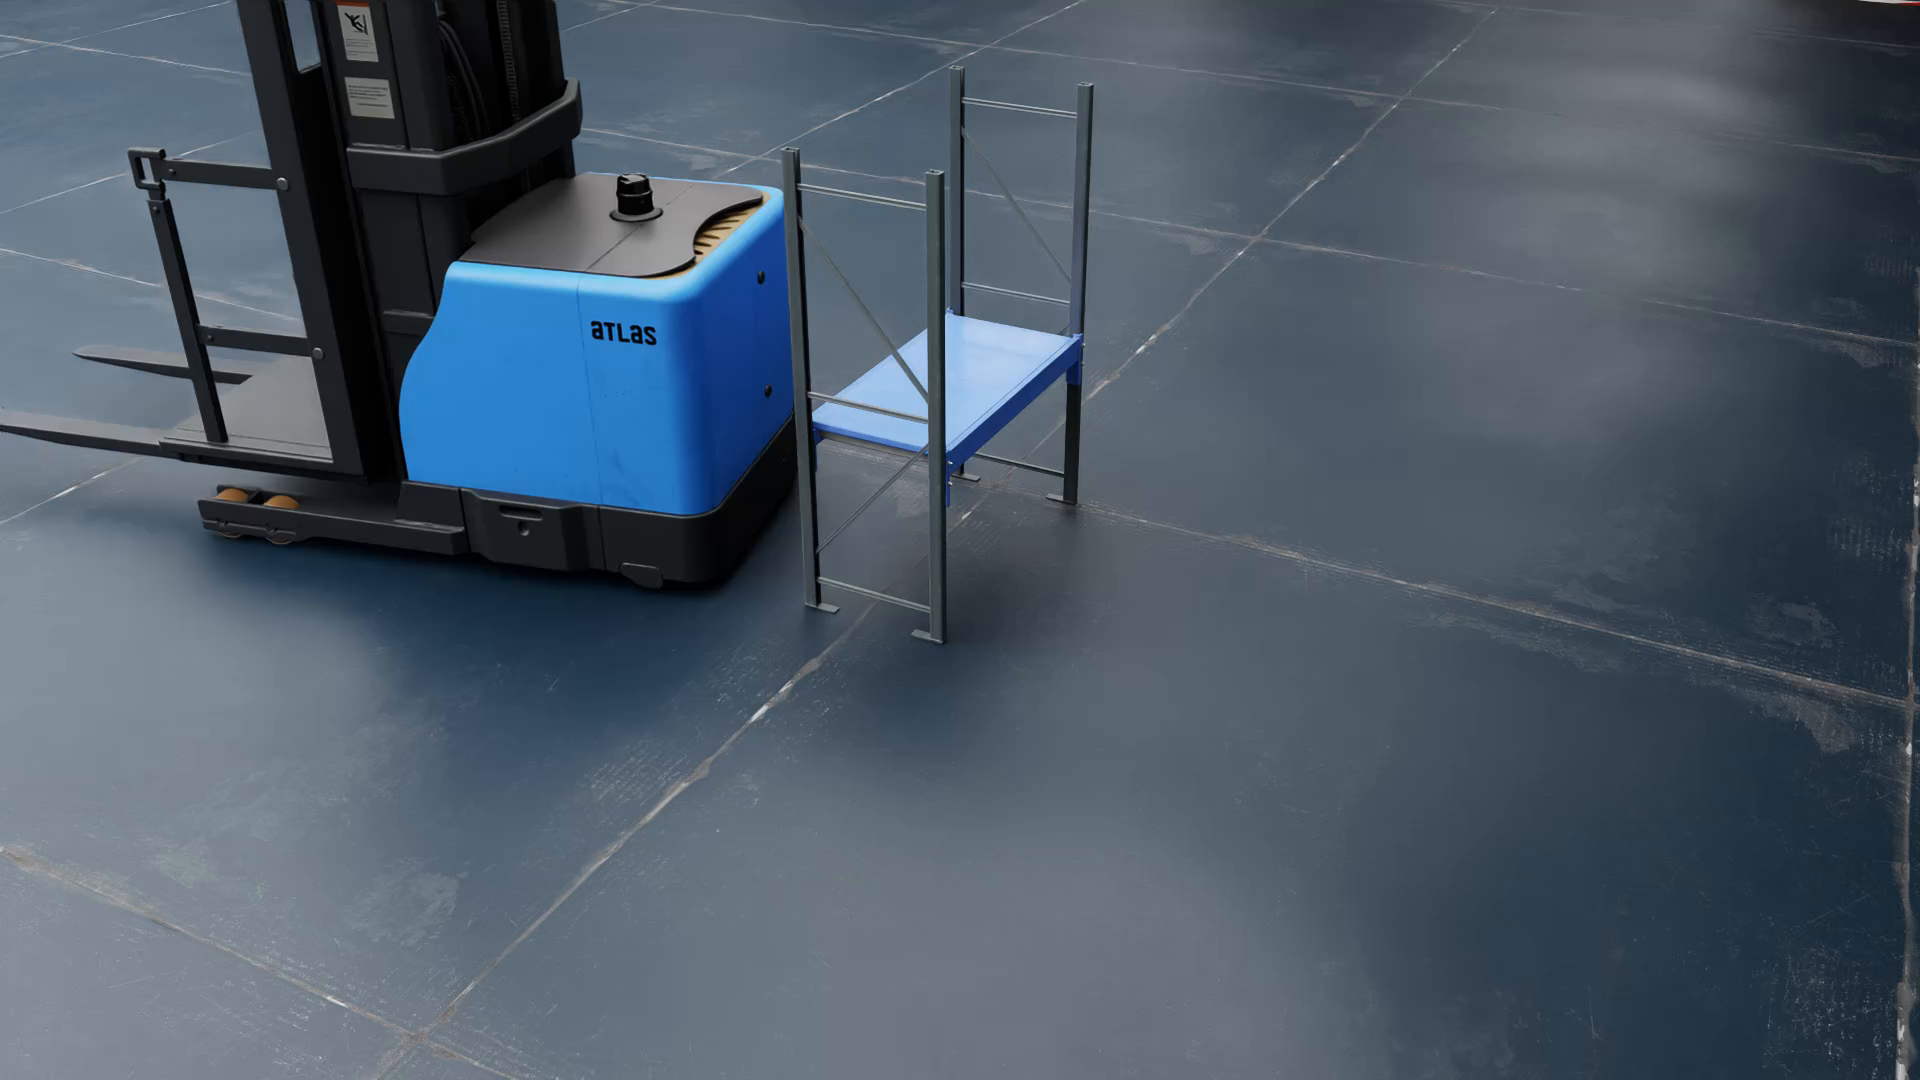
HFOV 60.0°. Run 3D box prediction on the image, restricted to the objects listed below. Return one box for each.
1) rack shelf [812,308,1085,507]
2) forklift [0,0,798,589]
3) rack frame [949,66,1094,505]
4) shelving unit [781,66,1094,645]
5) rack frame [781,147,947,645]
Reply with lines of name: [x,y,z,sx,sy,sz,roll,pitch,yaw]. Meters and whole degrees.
rack shelf: [-0.039,-0.457,5.400,0.538,0.185,1.000,14,33,23]
forklift: [-2.123,-1.500,5.418,3.031,2.935,1.130,7,31,12]
rack frame: [0.193,-0.838,5.703,0.500,1.500,0.032,14,33,23]
shelving unit: [-0.039,-0.613,5.311,0.538,1.500,1.048,14,33,23]
rack frame: [-0.270,-0.387,4.918,0.500,1.500,0.032,14,33,23]
